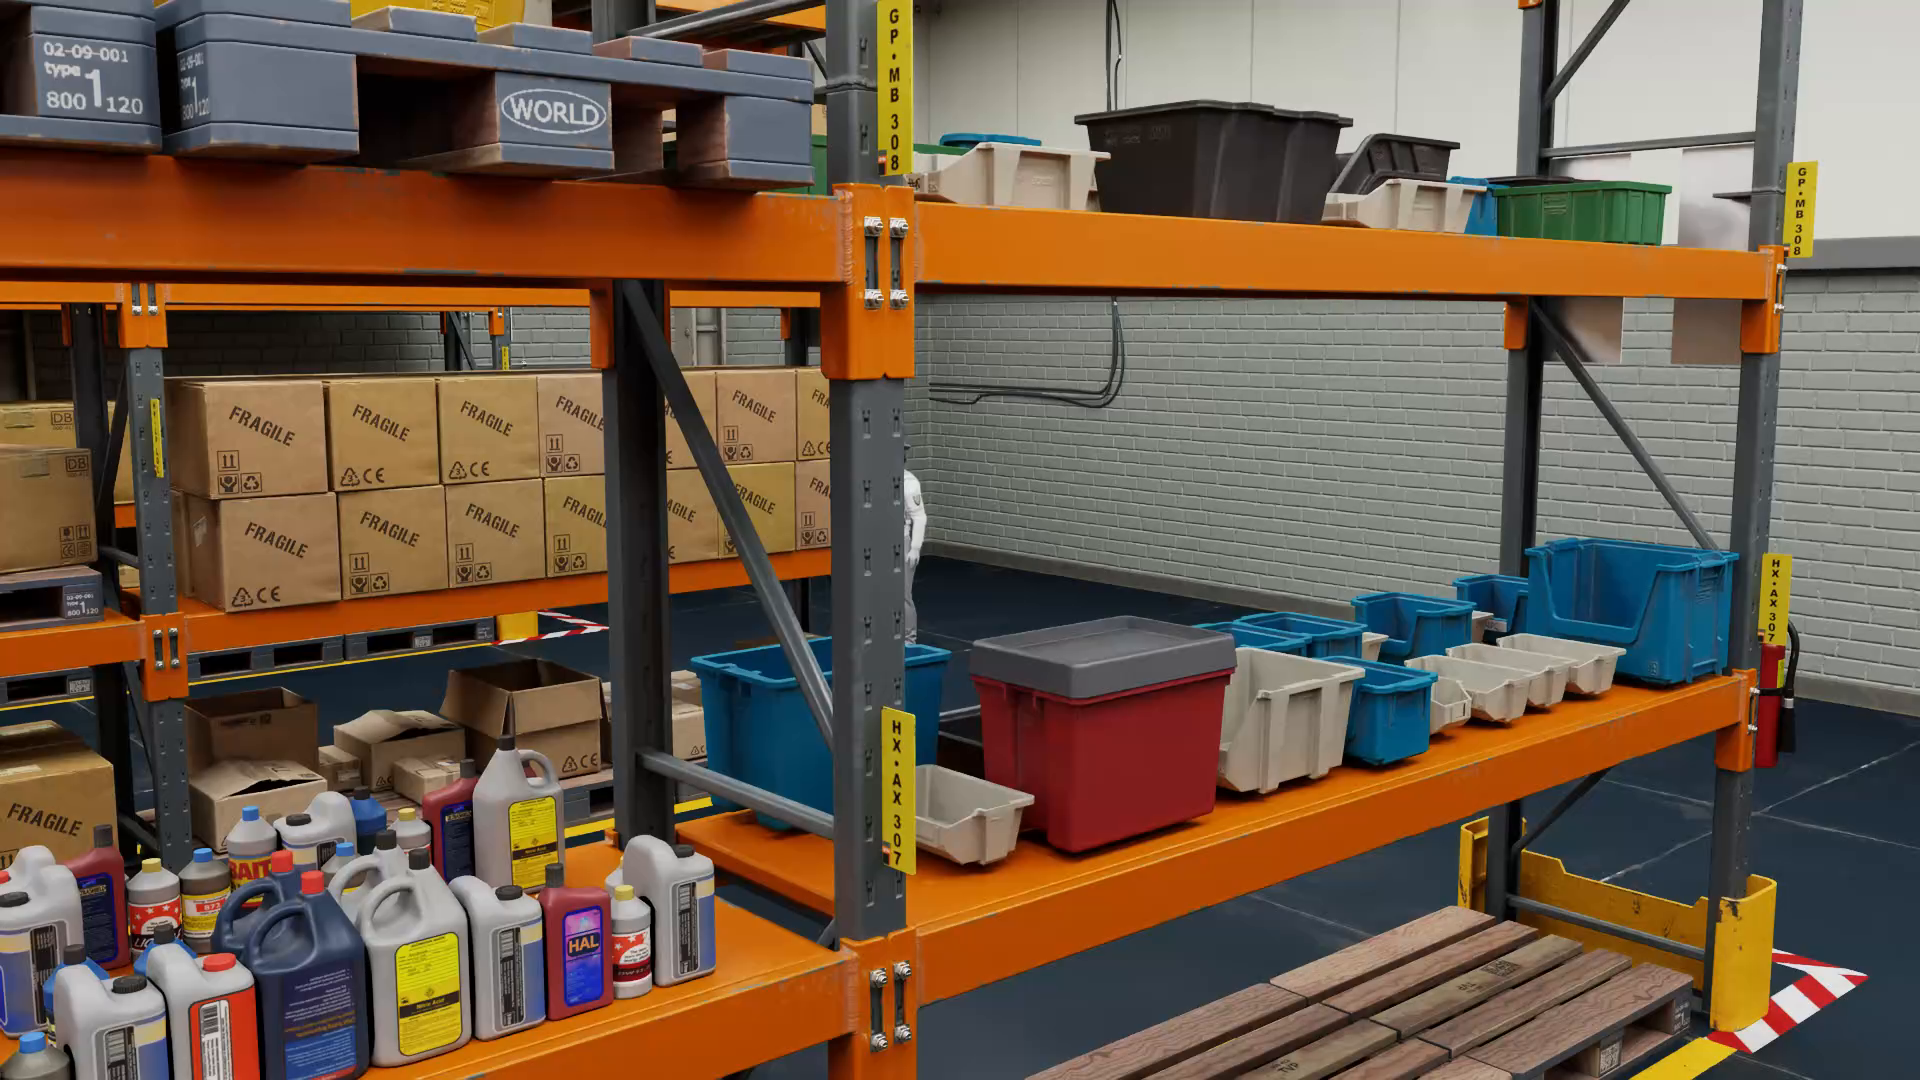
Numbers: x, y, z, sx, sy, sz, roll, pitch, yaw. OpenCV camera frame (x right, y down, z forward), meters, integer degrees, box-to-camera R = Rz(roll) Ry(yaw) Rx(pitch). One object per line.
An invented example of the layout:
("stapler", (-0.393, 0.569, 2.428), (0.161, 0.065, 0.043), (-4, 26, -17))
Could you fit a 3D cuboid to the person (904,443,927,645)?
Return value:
("person", (-0.491, 0.054, 12.873), (0.375, 1.662, 0.532), (-7, 10, -44))
